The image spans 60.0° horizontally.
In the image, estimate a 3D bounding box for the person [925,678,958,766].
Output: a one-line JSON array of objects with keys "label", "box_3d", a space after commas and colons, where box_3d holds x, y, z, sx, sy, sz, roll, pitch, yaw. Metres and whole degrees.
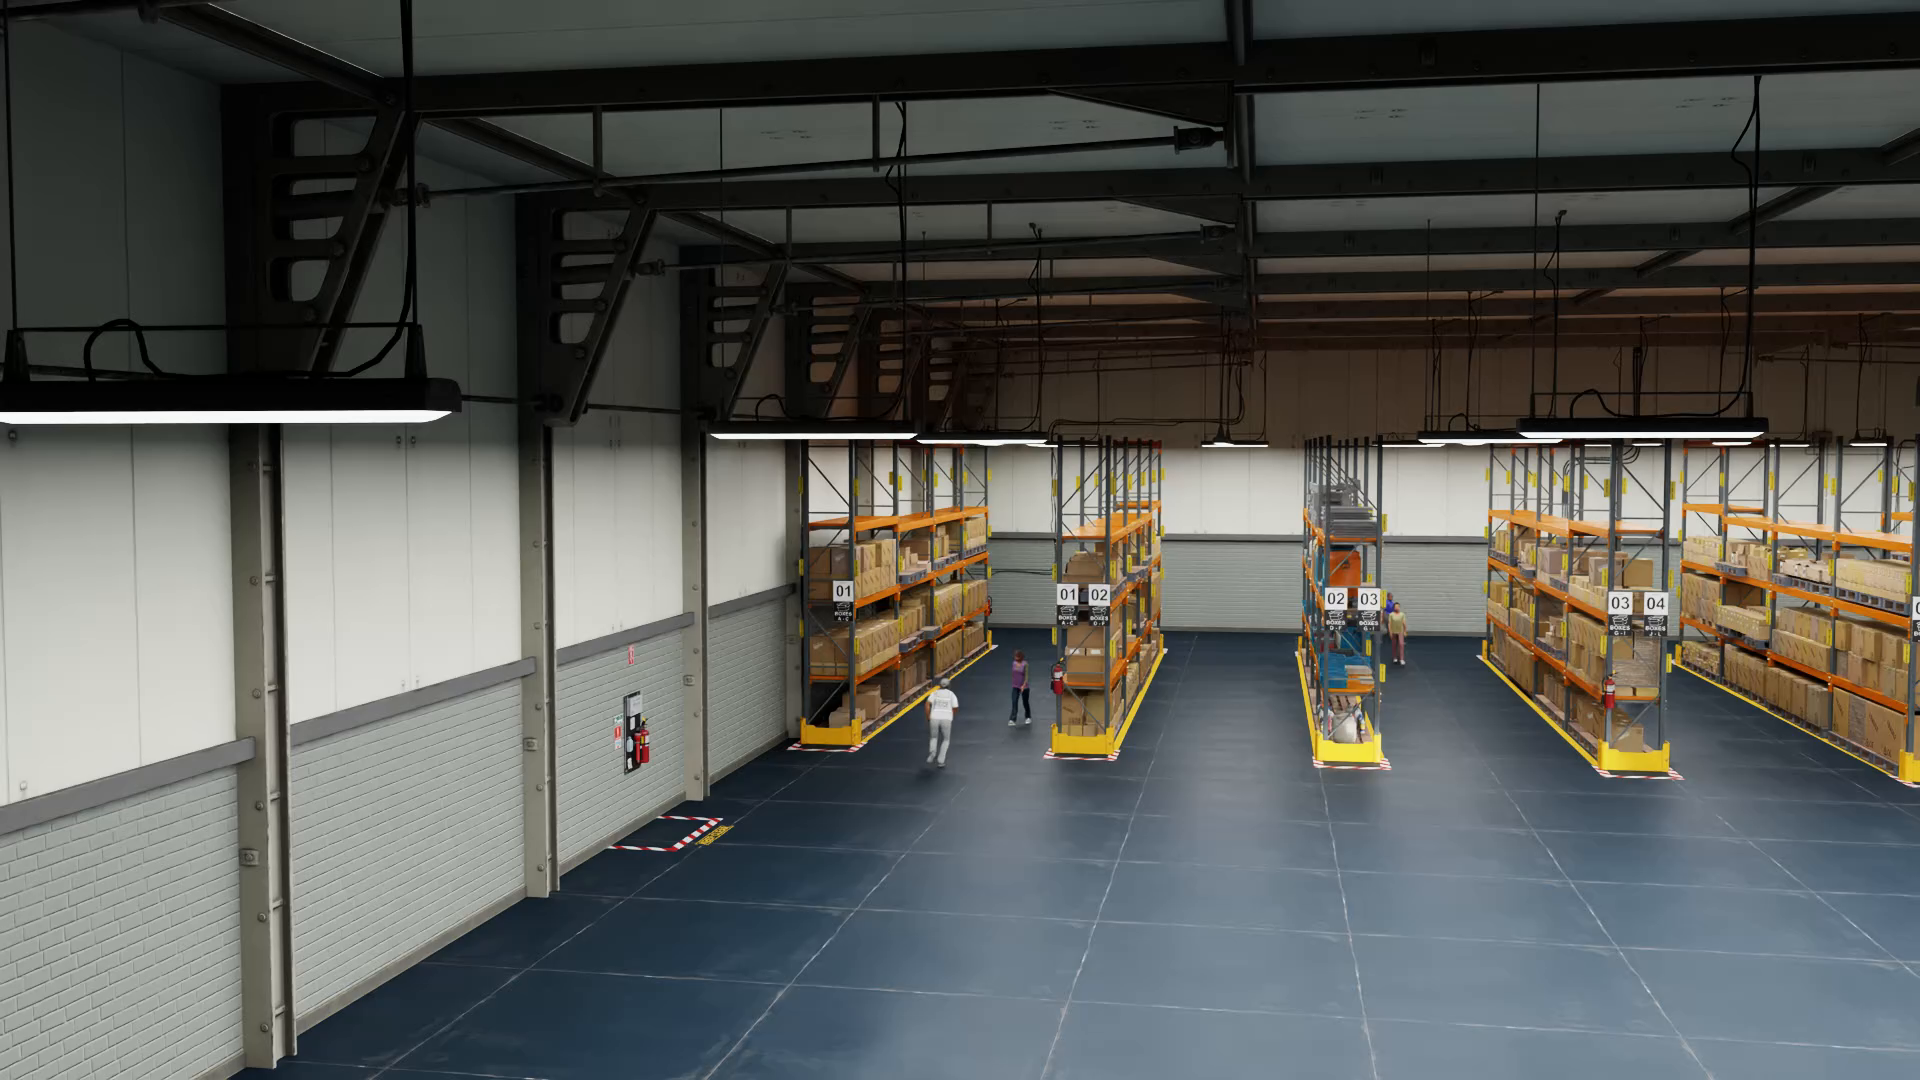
[{"label": "person", "box_3d": [-0.332, 3.309, 30.360, 0.590, 1.557, 0.721, 1, 3, 12]}]

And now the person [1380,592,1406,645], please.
[{"label": "person", "box_3d": [12.679, 2.300, 48.953, 1.008, 1.536, 0.427, 2, 4, 36]}]

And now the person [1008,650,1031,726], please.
[{"label": "person", "box_3d": [1.220, 3.061, 34.397, 0.438, 1.560, 0.905, 2, 3, 26]}]

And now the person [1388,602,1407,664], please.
[{"label": "person", "box_3d": [11.674, 2.482, 44.408, 0.483, 1.626, 0.948, 1, 3, 17]}]
